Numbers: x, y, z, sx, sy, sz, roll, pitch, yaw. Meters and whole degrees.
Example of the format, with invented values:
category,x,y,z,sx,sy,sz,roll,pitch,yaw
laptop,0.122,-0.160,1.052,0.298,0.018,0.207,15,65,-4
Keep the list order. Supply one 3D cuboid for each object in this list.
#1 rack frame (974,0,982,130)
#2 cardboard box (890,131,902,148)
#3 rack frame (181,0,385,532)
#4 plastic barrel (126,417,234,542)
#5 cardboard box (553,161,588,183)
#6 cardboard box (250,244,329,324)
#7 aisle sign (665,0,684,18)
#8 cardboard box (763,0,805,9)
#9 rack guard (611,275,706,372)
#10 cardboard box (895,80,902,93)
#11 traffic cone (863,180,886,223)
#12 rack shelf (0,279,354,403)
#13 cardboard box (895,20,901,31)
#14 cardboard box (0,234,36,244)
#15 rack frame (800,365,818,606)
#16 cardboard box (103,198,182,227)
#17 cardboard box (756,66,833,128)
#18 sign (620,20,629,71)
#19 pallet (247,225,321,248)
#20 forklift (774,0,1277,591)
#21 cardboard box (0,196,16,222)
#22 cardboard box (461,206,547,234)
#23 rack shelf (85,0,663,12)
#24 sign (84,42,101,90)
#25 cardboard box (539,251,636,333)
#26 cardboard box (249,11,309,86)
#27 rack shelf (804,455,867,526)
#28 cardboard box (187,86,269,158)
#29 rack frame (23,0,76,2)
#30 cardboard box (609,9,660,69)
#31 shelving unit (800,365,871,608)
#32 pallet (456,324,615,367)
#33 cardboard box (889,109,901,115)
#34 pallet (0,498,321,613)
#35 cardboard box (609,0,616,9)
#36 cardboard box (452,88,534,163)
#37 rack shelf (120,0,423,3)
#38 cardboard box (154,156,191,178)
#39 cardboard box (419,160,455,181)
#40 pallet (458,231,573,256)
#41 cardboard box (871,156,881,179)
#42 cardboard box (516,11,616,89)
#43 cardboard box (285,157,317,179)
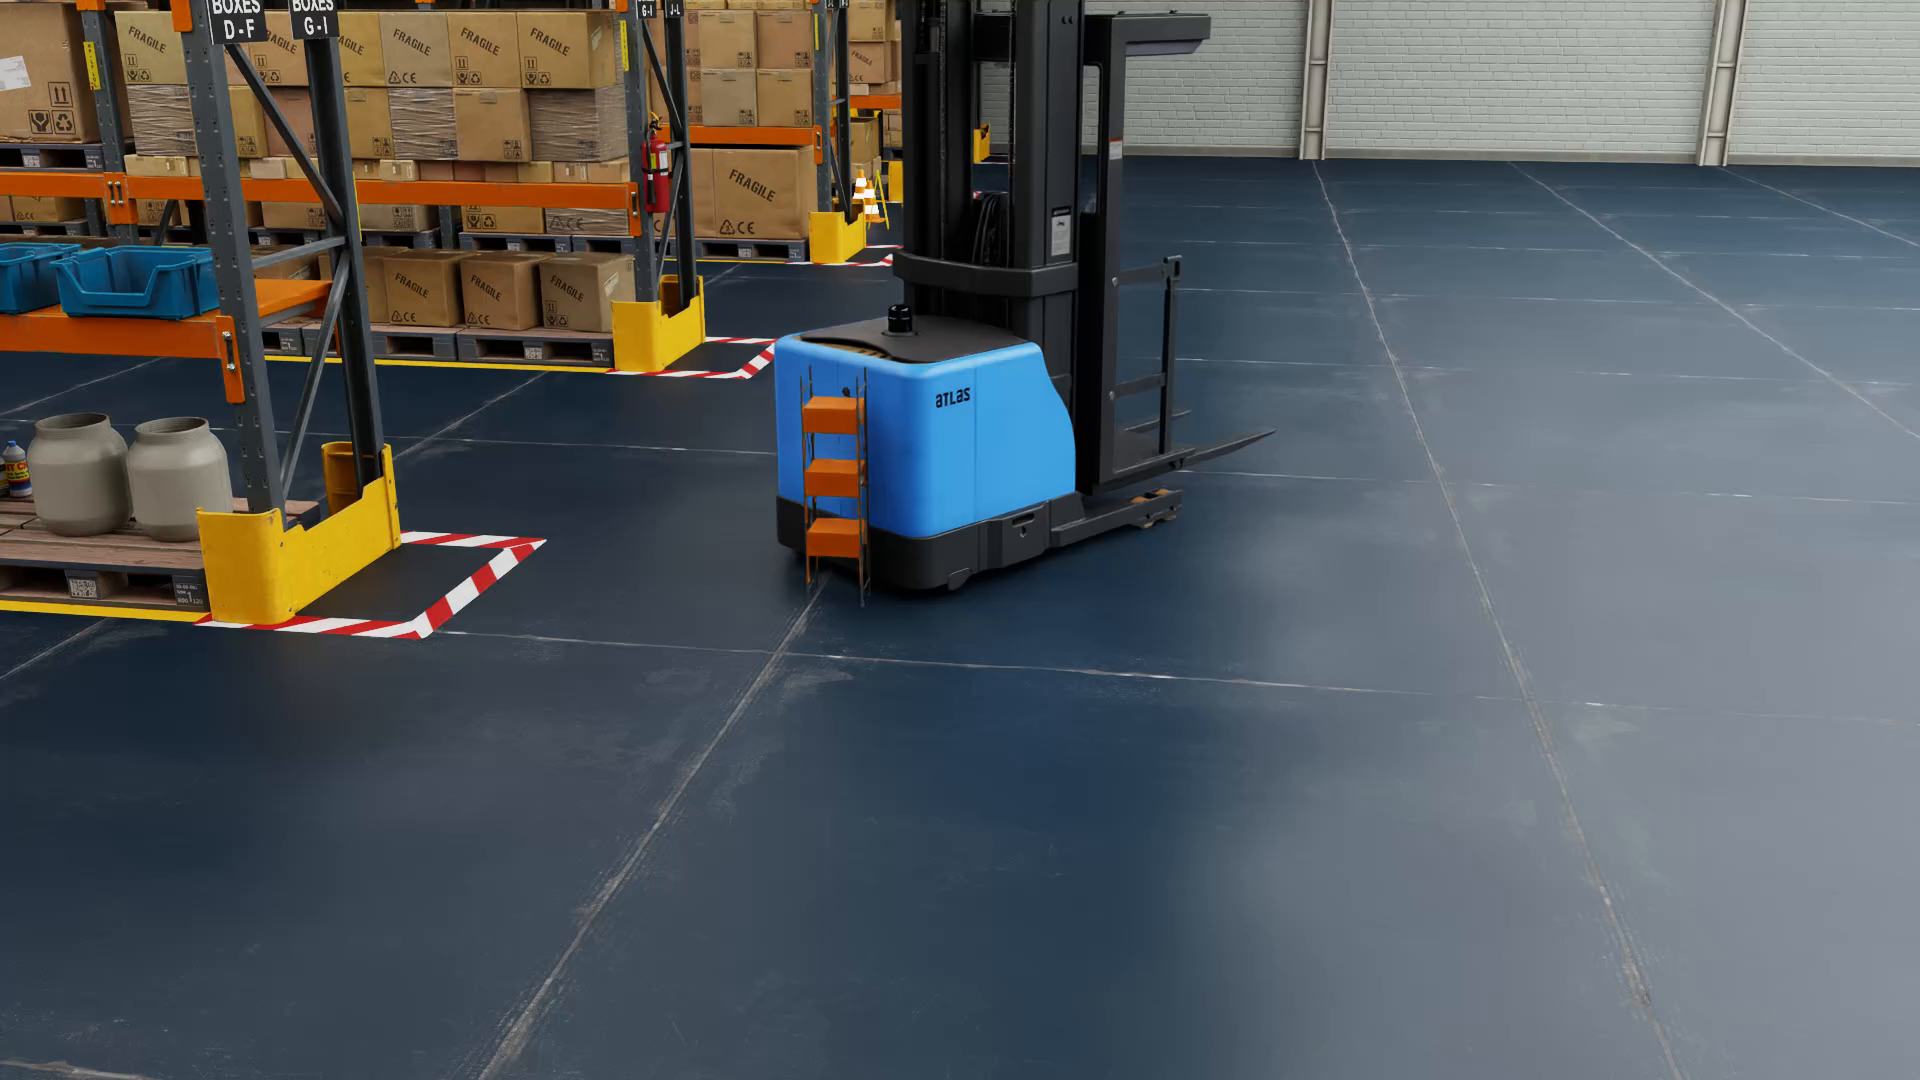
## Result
category,x,y,z,sx,sy,sz,roll,pitch,yaw
rack frame,0.202,-7.465,25.885,0.127,3.000,1.000,3,19,9
cardboard box,-0.802,-6.313,26.114,0.500,0.250,0.500,3,19,9
rack frame,-2.939,-1.253,7.321,0.127,3.000,1.000,3,19,9
plastic barrel,-3.601,-0.282,7.676,0.421,0.512,0.421,0,18,0
cardboard box,-2.715,-2.648,11.886,0.250,0.149,0.380,3,19,9
cardboard box,-5.148,-1.961,12.713,0.500,0.500,0.500,9,21,26
aisle sign,-2.045,-4.128,11.817,0.004,0.787,0.394,3,19,9
cardboard box,-2.139,-6.551,20.952,0.500,0.500,0.700,3,19,8
rack guard,-2.229,-1.623,12.366,0.348,0.500,1.175,3,19,9
cardboard box,-0.884,-5.872,21.522,0.250,0.149,0.380,3,19,9
traffic cone,-1.051,-3.959,19.406,0.334,0.463,0.336,3,19,9
rack shelf,-4.914,-1.013,7.736,4.000,0.370,1.077,3,19,9
cardboard box,-0.930,-7.956,25.705,0.250,0.149,0.380,3,19,9
cardboard box,-7.726,-2.125,13.173,0.500,0.500,0.700,1,19,4
rack frame,-0.666,-0.236,7.352,0.008,1.050,0.200,2,19,7
cardboard box,-8.579,-3.830,17.905,0.750,0.750,1.050,3,19,8
cardboard box,-1.641,-4.429,16.577,0.550,0.550,0.875,3,19,9
sign,-2.262,-3.331,11.208,0.005,0.325,0.100,3,19,9
pallet,-7.199,-3.308,17.858,1.213,0.211,1.003,3,19,9
forklift,0.510,-1.545,8.301,1.130,2.935,3.031,17,25,42
cardboard box,-10.369,-3.748,18.056,0.500,0.500,0.500,4,19,11
cardboard box,-4.607,-3.693,17.299,0.875,0.875,0.875,3,19,9
rack shelf,-4.128,-3.987,11.897,4.000,0.370,1.077,3,19,9
sign,-6.188,-3.381,11.856,0.005,0.325,0.100,3,19,9
cardboard box,-2.768,-1.855,12.398,0.500,0.500,0.500,7,20,19
cardboard box,-4.712,-3.516,11.883,0.500,0.500,0.500,3,19,9
rack shelf,-0.545,-0.221,7.340,0.240,0.259,0.215,2,19,7
cardboard box,-5.181,-3.116,12.263,0.500,0.500,0.875,3,19,9
rack frame,-12.430,-6.513,23.042,0.127,3.000,1.000,3,19,9
cardboard box,-3.260,-5.023,16.650,0.500,0.550,0.875,3,19,9
shelving unit,-0.545,-0.231,7.337,0.252,1.050,0.215,2,19,7
pallet,-3.025,-1.538,12.568,1.213,0.211,1.003,3,19,9
cardboard box,-0.808,-6.783,25.945,0.500,0.250,0.500,3,19,10
pallet,-3.823,0.038,7.858,1.213,0.211,1.003,3,19,9
cardboard box,-4.131,-6.683,21.348,0.500,0.500,0.700,3,19,8
cardboard box,-3.205,-3.017,11.967,0.500,0.500,0.875,3,19,9
rack shelf,-7.191,-5.737,17.128,4.000,0.370,1.077,3,19,9
cardboard box,-5.694,-2.765,12.236,0.250,0.149,0.380,3,19,9
cardboard box,-3.705,-2.693,12.020,0.250,0.149,0.380,3,19,9
pallet,-4.478,-3.170,17.444,1.213,0.211,1.003,3,19,9
cardboard box,-1.335,-4.932,21.987,0.500,0.250,0.500,3,19,8
cardboard box,-2.736,-3.418,11.588,0.500,0.500,0.500,3,19,9
cardboard box,-4.701,-2.727,12.121,0.250,0.149,0.380,3,19,9
